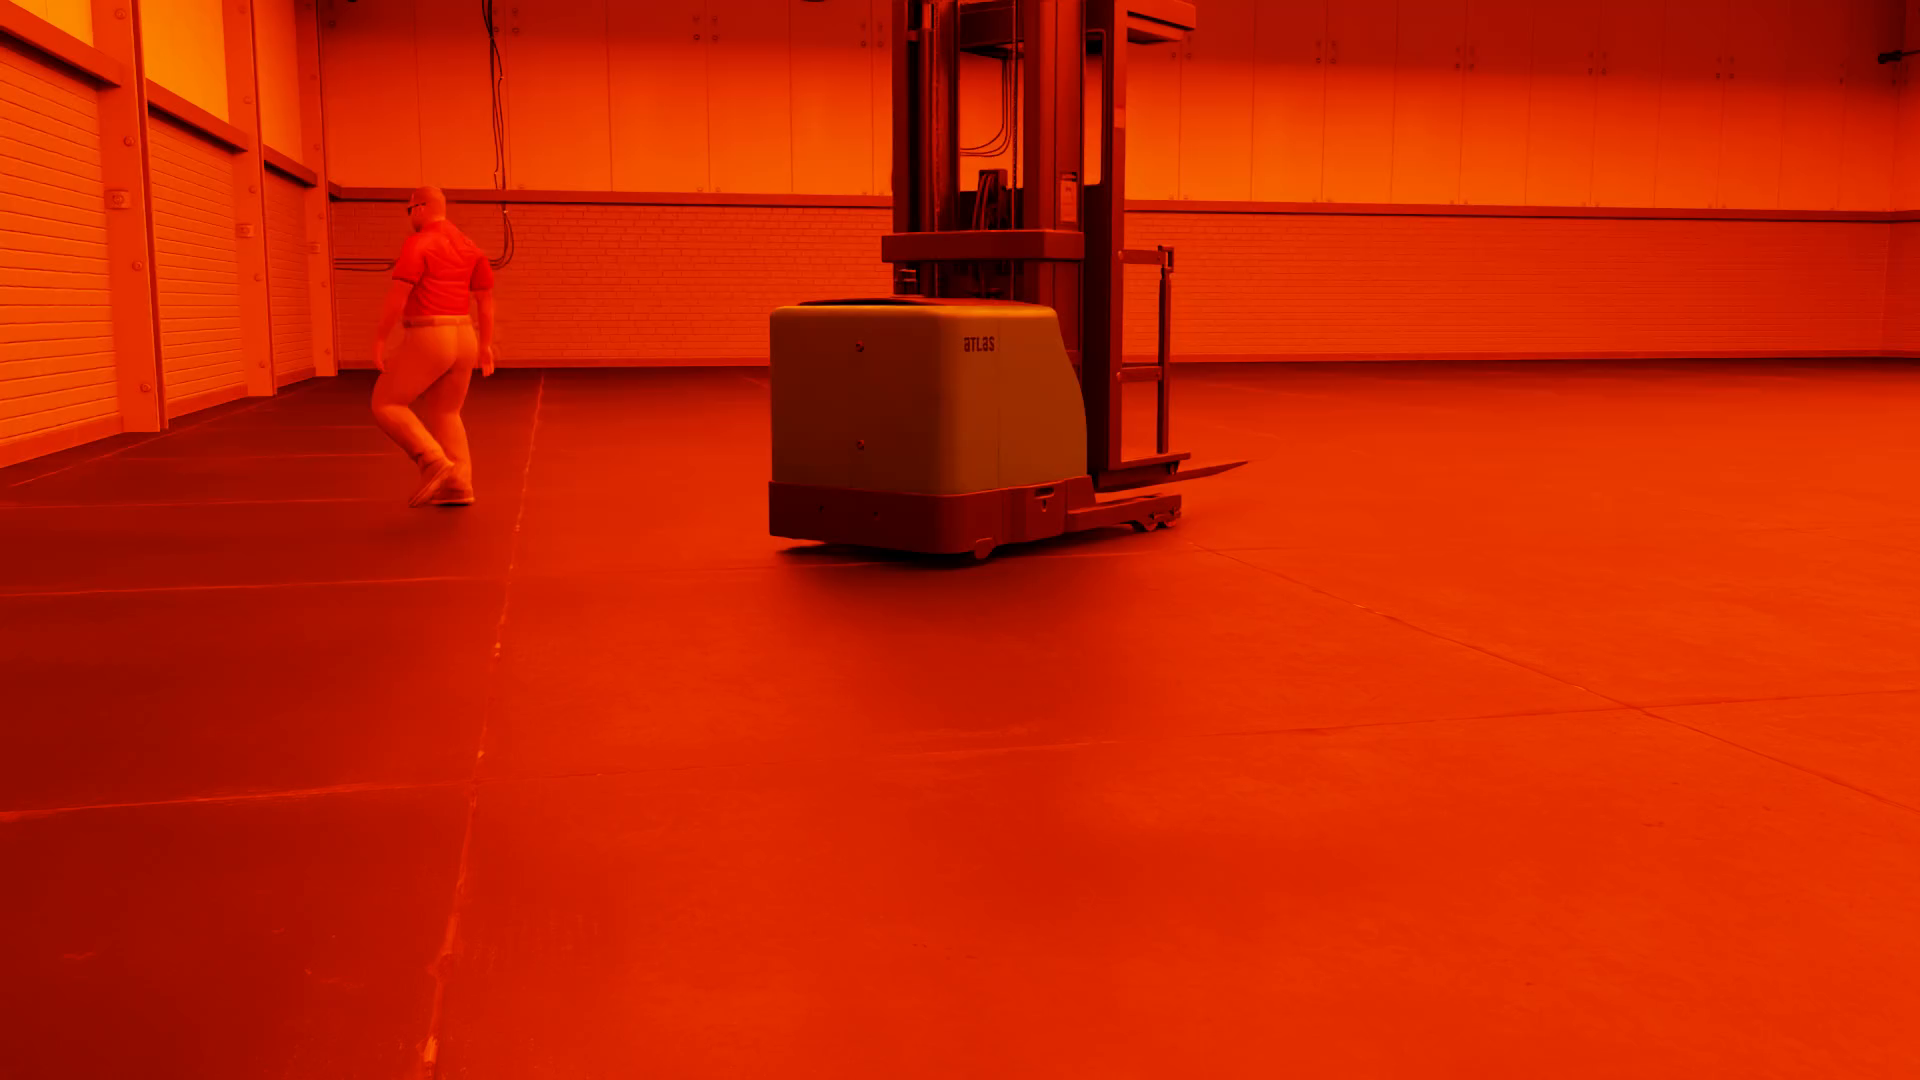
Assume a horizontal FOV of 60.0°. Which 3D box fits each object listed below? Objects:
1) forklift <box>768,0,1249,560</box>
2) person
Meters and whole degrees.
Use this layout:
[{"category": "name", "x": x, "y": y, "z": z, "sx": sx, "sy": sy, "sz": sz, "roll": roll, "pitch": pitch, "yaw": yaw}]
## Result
[{"category": "forklift", "x": 0.436, "y": -1.529, "z": 8.057, "sx": 1.130, "sy": 2.935, "sz": 3.031, "roll": 6, "pitch": 10, "yaw": 36}, {"category": "person", "x": -2.844, "y": -1.032, "z": 8.926, "sx": 0.477, "sy": 1.708, "sz": 0.699, "roll": 4, "pitch": 9, "yaw": 24}]
